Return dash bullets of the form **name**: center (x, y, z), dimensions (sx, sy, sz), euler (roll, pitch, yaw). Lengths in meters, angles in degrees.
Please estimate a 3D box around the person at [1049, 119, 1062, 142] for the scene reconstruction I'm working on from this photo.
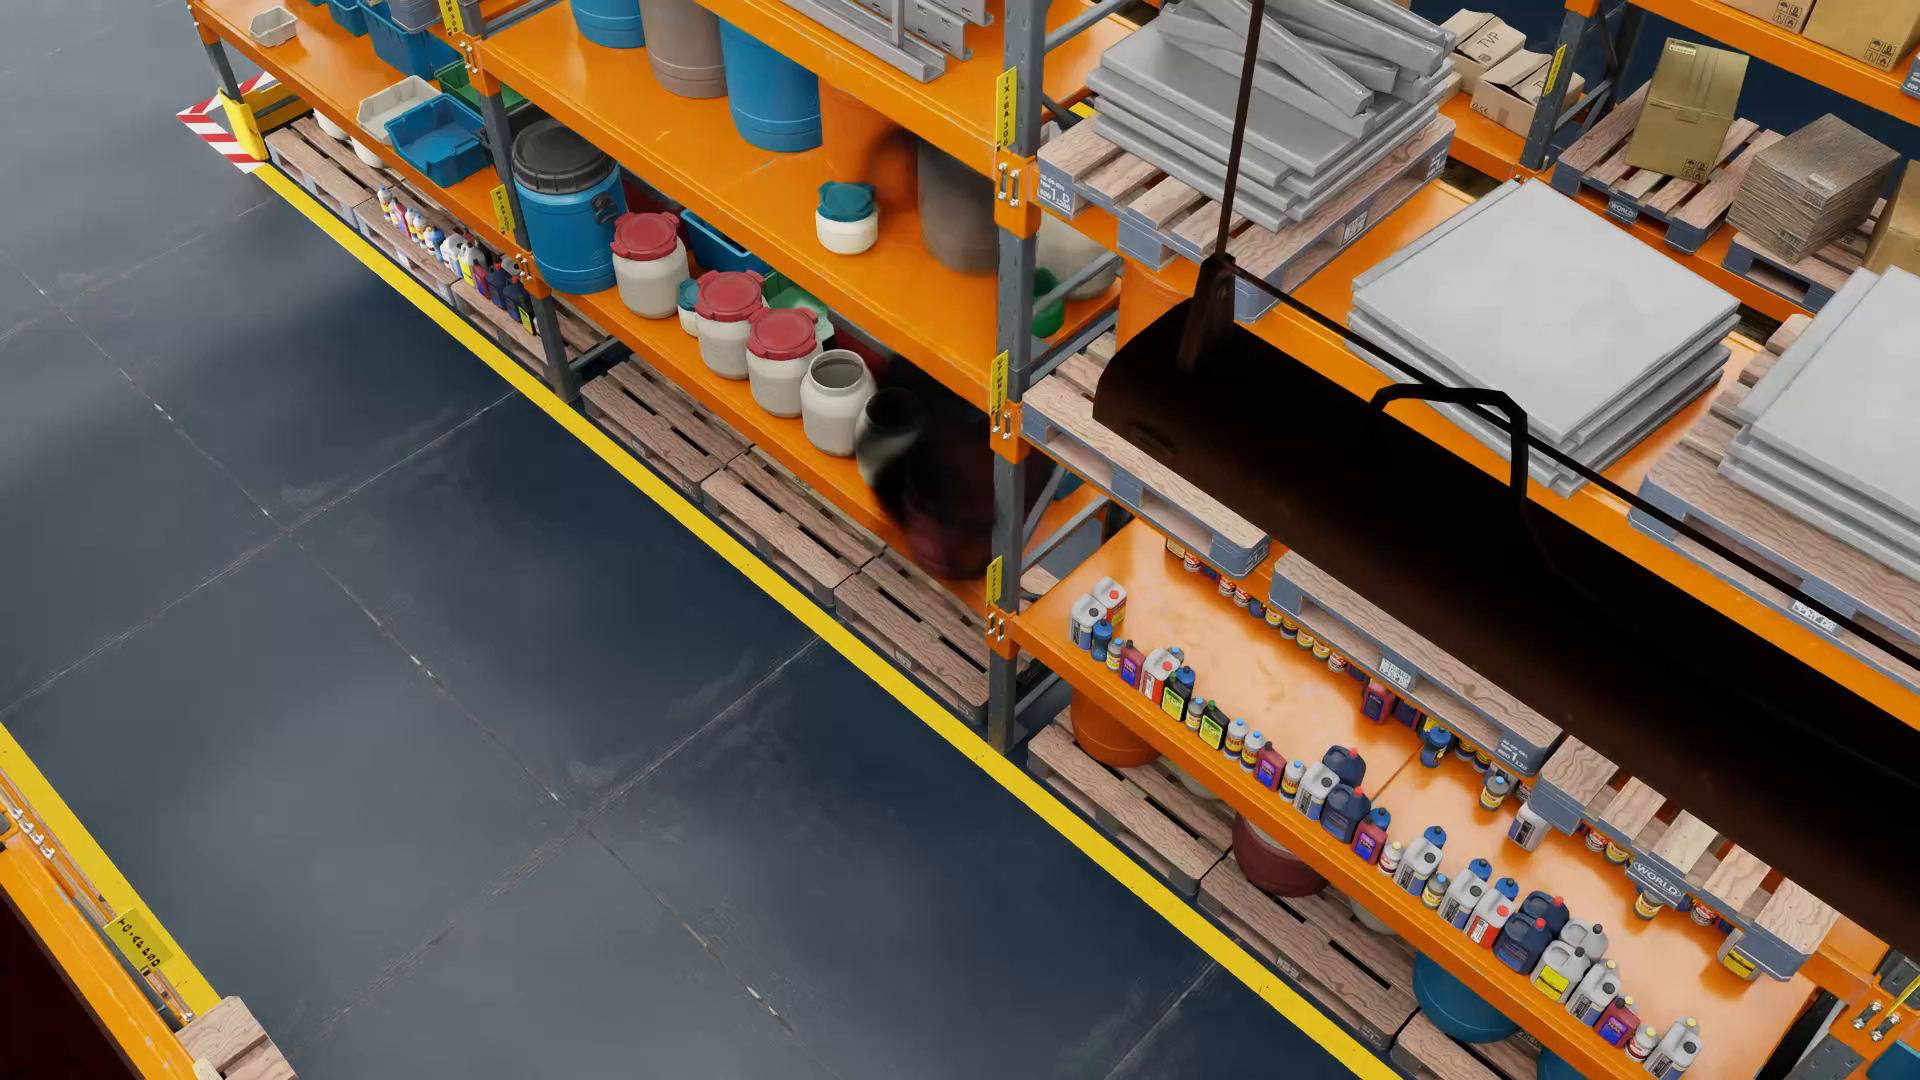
- **person**: center (0.405, -2.009, 10.618), dimensions (0.604, 1.676, 0.531), euler (-37, 59, -27)
